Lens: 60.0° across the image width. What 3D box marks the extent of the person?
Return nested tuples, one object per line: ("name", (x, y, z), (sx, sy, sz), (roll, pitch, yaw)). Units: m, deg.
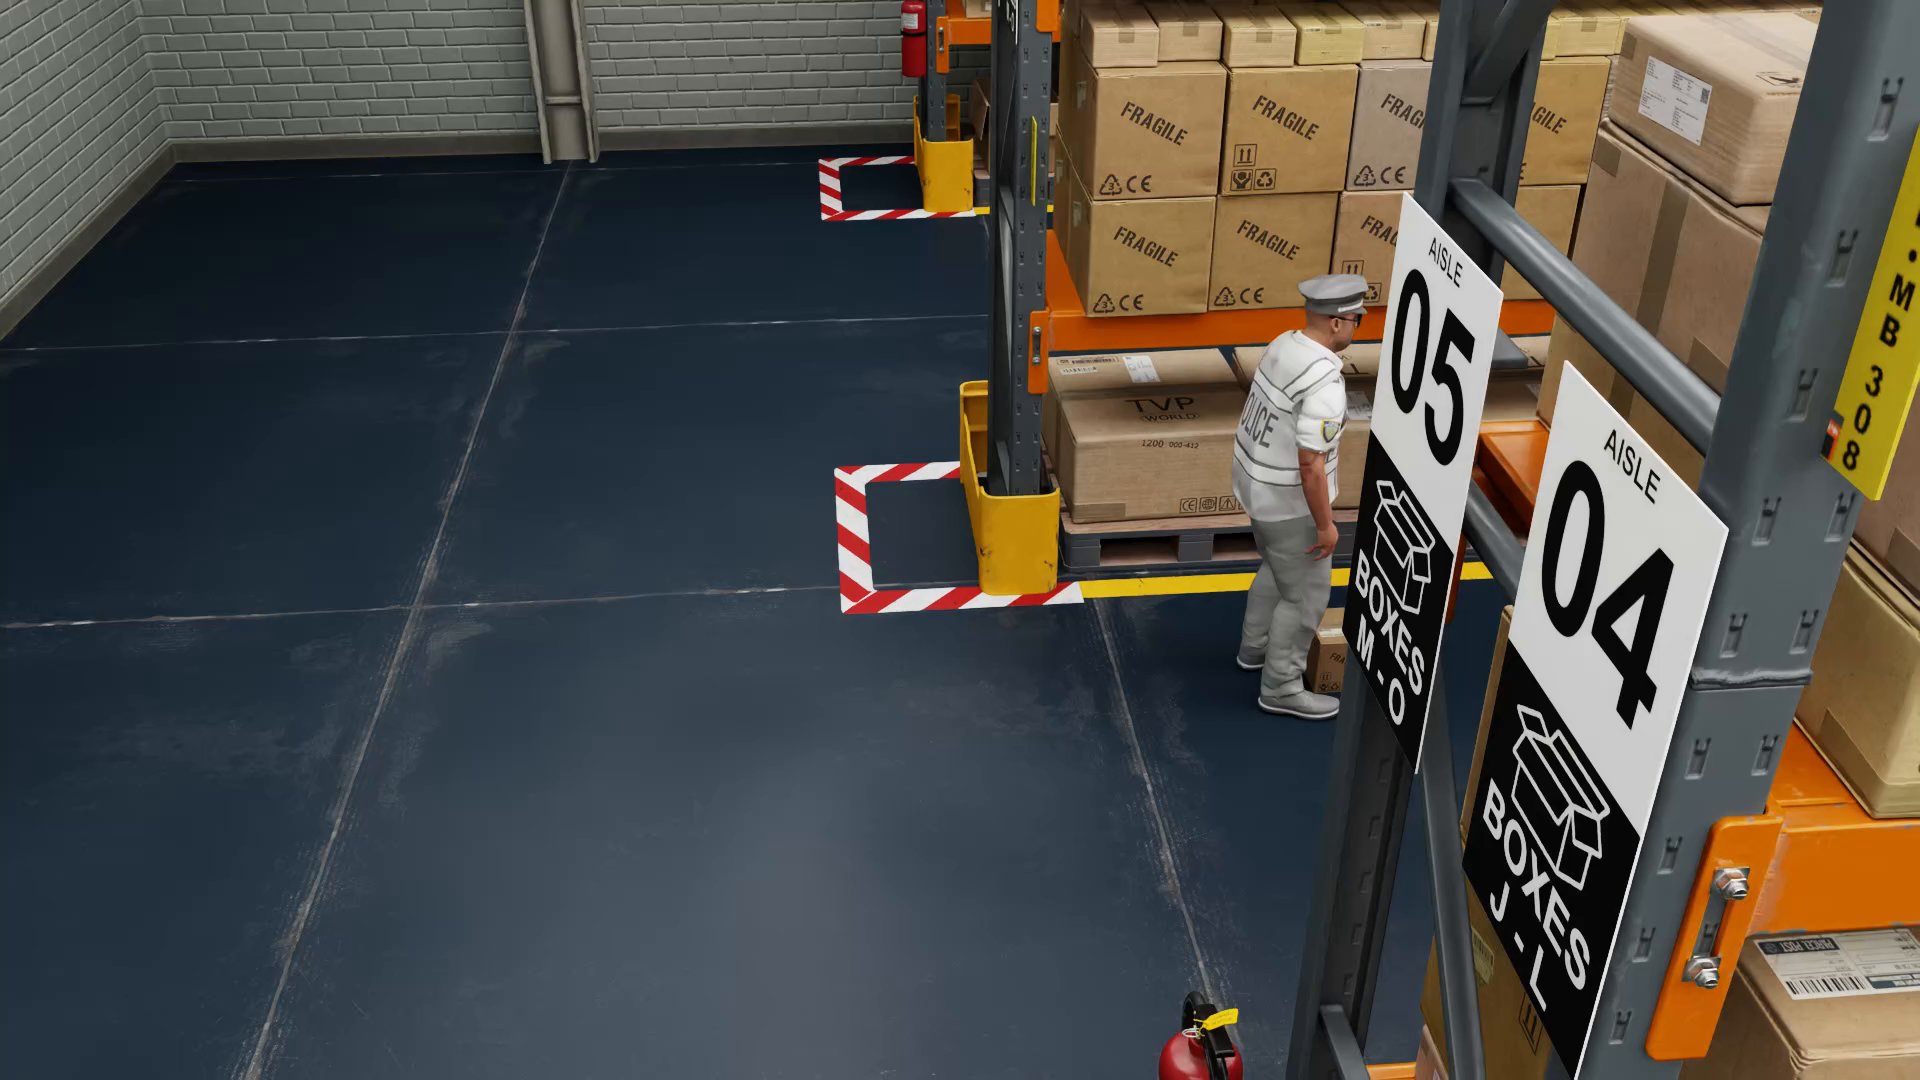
("person", (1.280, -0.169, 6.412), (0.440, 1.744, 0.602), (-5, 31, -8))
